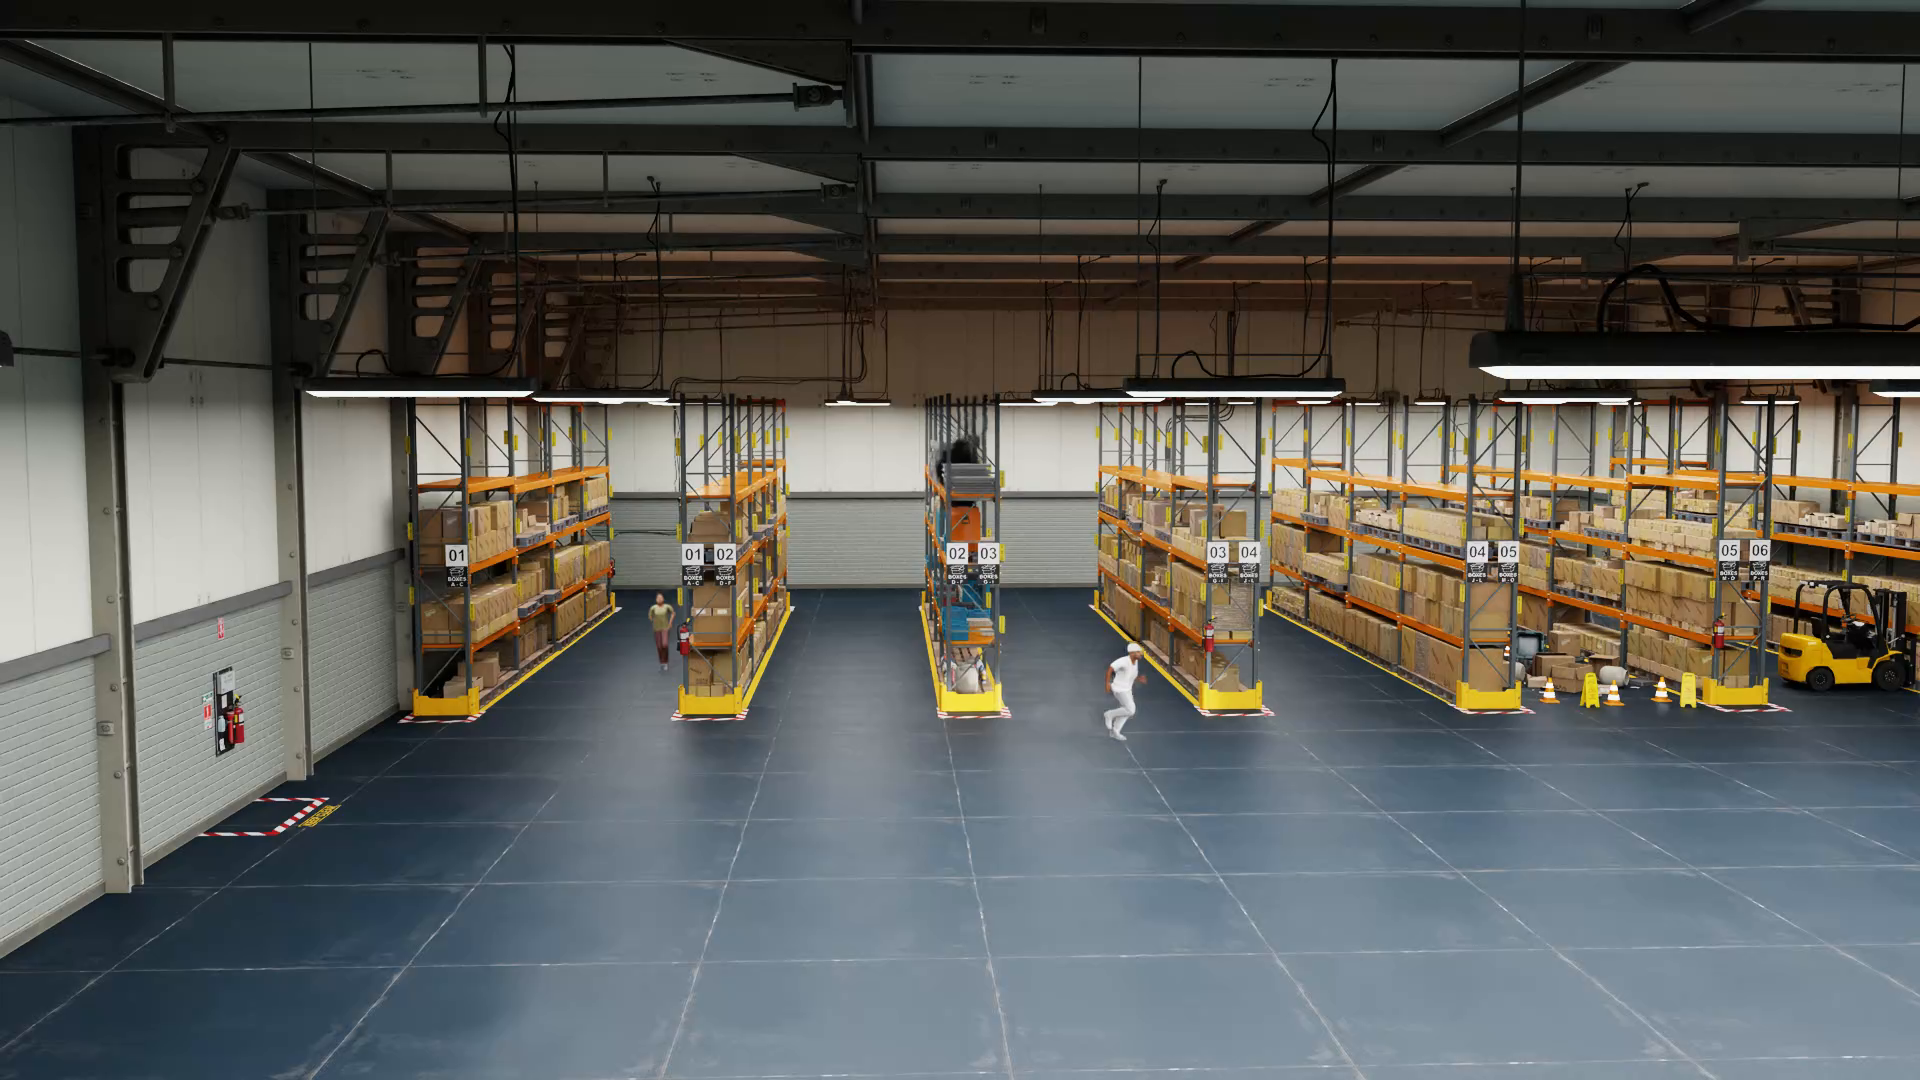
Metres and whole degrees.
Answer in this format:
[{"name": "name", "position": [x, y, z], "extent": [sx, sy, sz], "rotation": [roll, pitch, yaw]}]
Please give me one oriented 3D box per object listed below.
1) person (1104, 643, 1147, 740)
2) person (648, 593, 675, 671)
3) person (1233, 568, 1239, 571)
[{"name": "person", "position": [2.892, 2.621, 28.771], "extent": [0.664, 1.682, 0.688], "rotation": [2, 5, 24]}, {"name": "person", "position": [-6.568, 2.011, 36.554], "extent": [0.556, 1.710, 0.711], "rotation": [0, 5, -2]}, {"name": "person", "position": [7.662, 1.151, 46.764], "extent": [0.688, 1.765, 0.606], "rotation": [1, 5, 9]}]
